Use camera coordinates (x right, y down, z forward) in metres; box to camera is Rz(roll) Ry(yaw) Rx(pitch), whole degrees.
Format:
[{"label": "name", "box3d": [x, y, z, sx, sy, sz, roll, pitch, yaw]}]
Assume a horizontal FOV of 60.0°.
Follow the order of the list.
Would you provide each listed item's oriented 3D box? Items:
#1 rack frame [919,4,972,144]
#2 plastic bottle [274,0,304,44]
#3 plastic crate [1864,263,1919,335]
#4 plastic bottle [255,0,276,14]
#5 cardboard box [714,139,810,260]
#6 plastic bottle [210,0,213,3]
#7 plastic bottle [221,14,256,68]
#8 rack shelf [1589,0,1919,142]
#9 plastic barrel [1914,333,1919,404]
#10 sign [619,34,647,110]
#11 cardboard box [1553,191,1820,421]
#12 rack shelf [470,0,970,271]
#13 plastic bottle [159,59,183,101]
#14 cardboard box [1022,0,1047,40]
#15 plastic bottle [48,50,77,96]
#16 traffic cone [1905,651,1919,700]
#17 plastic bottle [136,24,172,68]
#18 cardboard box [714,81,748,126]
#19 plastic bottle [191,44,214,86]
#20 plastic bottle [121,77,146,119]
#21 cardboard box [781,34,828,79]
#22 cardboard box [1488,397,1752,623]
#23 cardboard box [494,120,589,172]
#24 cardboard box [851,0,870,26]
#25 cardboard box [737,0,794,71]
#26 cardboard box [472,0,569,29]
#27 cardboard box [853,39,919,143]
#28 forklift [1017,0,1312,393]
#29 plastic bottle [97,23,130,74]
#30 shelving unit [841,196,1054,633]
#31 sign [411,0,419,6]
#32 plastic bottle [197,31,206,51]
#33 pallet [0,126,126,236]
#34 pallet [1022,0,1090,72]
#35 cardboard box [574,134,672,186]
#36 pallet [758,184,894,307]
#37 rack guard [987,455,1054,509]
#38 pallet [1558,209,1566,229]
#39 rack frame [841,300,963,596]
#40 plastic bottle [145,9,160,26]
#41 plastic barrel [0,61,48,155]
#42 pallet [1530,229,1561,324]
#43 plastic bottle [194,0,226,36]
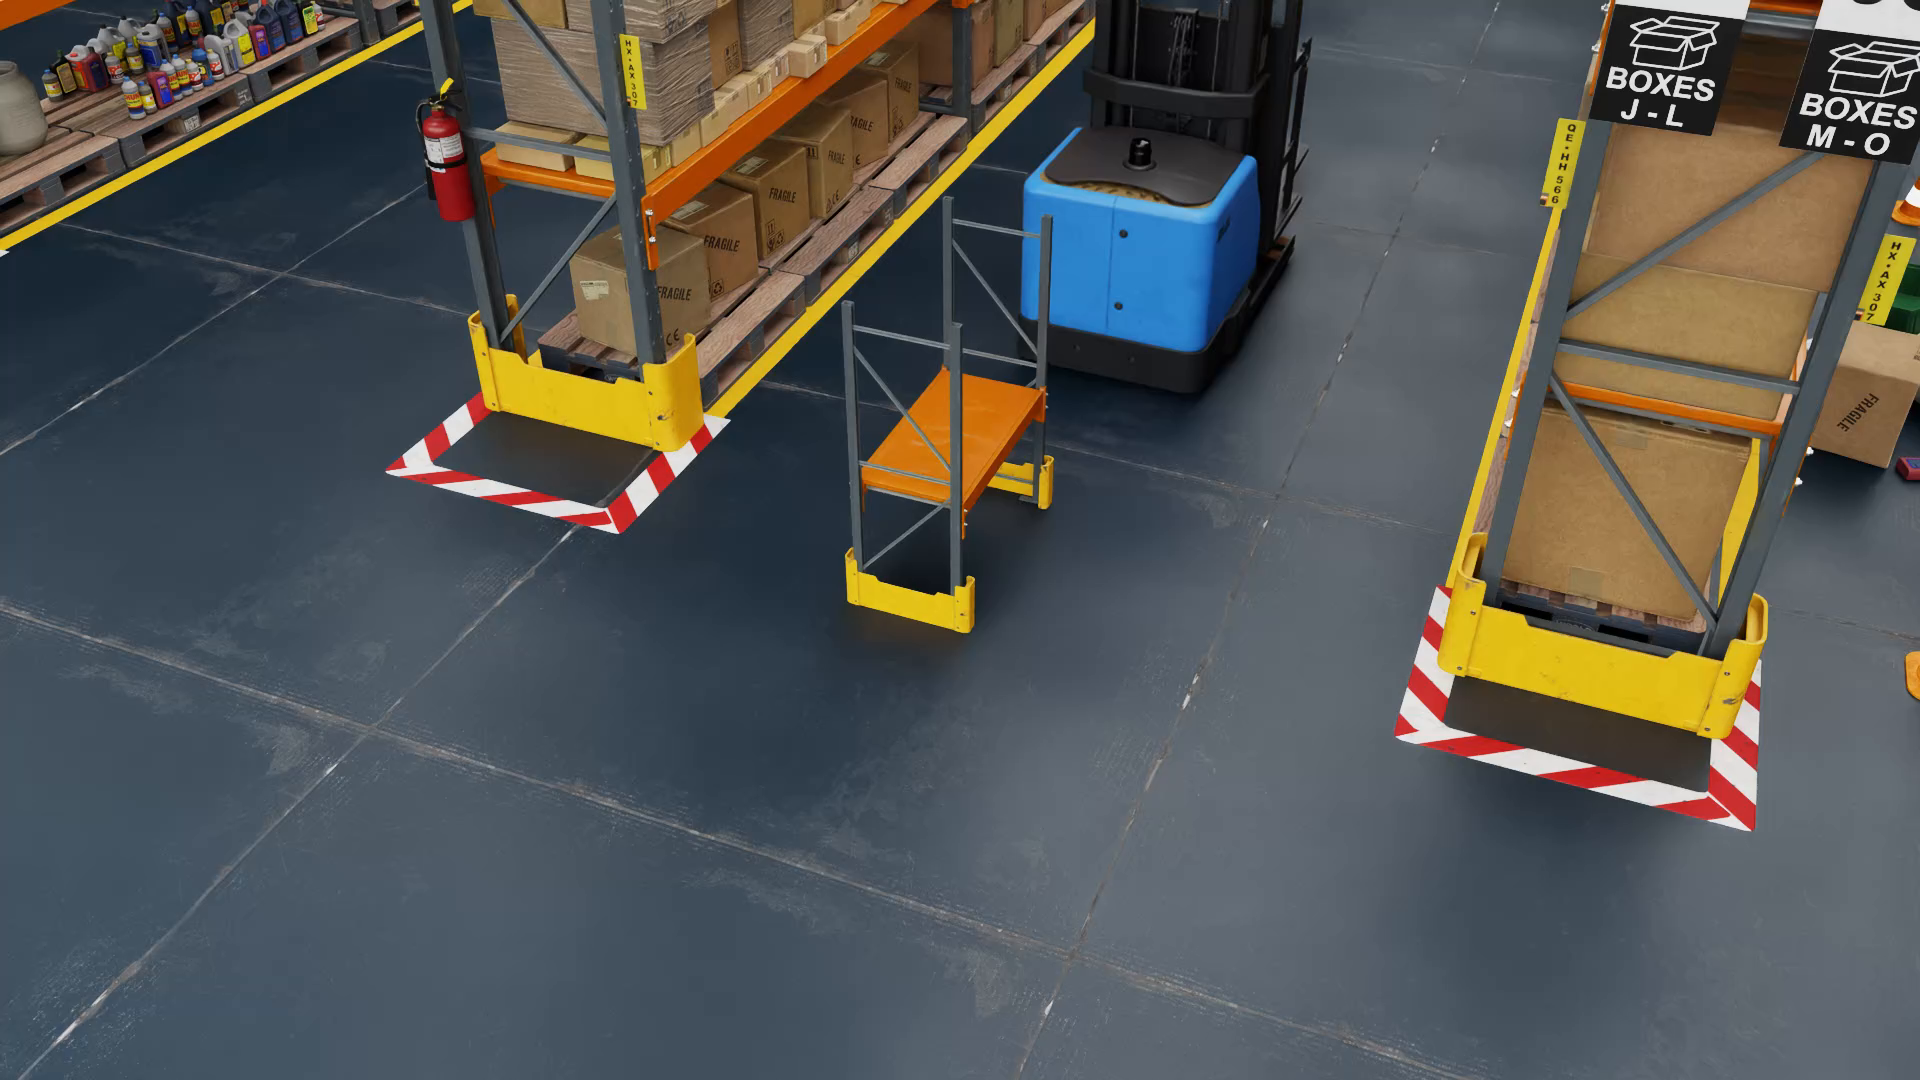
[{"label": "rack frame", "box3d": [-0.408, -4.031, 10.638, 1.000, 3.000, 0.127, 14, 39, 18]}, {"label": "plastic bottle", "box3d": [-4.967, -3.852, 12.244, 0.144, 0.351, 0.185, 13, 39, 17]}, {"label": "plastic crate", "box3d": [5.286, -1.347, 9.348, 0.662, 0.188, 0.450, -25, 33, -29]}, {"label": "plastic bottle", "box3d": [-5.100, -3.885, 12.288, 0.144, 0.351, 0.185, 14, 39, 18]}, {"label": "cardboard box", "box3d": [-1.225, -2.006, 9.666, 0.500, 0.500, 0.500, 18, 40, 22]}, {"label": "plastic bottle", "box3d": [-5.613, -3.983, 12.481, 0.152, 0.276, 0.135, 15, 39, 19]}, {"label": "plastic bottle", "box3d": [-5.163, -3.567, 11.862, 0.144, 0.351, 0.185, 14, 39, 17]}, {"label": "rack shelf", "box3d": [3.379, -2.651, 6.887, 1.077, 0.370, 4.000, 14, 39, 18]}, {"label": "plastic barrel", "box3d": [5.127, -0.836, 8.515, 0.421, 0.421, 0.512, -17, 40, -22]}, {"label": "sign", "box3d": [-1.428, -2.040, 7.250, 0.100, 0.325, 0.005, 14, 39, 18]}, {"label": "cardboard box", "box3d": [2.718, -0.906, 6.332, 0.875, 0.550, 0.550, 14, 39, 18]}, {"label": "rack shelf", "box3d": [-1.169, -2.636, 9.372, 1.077, 0.370, 4.000, 14, 39, 18]}, {"label": "plastic bottle", "box3d": [-5.402, -3.151, 11.371, 0.097, 0.271, 0.097, 0, 37, 0]}, {"label": "cardboard box", "box3d": [0.257, -4.111, 12.465, 0.700, 0.500, 0.500, 11, 38, 14]}, {"label": "plastic bottle", "box3d": [-6.189, -3.218, 11.452, 0.061, 0.283, 0.133, 15, 39, 19]}, {"label": "traffic cone", "box3d": [4.134, 0.415, 6.808, 0.336, 0.463, 0.334, 14, 39, 18]}, {"label": "plastic bottle", "box3d": [-5.766, -3.533, 11.878, 0.152, 0.276, 0.135, 14, 39, 18]}, {"label": "cardboard box", "box3d": [-1.303, -2.231, 8.440, 0.380, 0.149, 0.250, 14, 39, 18]}, {"label": "plastic bottle", "box3d": [-5.287, -3.318, 11.595, 0.097, 0.271, 0.097, 0, 37, 0]}, {"label": "plastic bottle", "box3d": [-5.532, -2.961, 11.117, 0.097, 0.271, 0.097, 0, 37, 0]}, {"label": "cardboard box", "box3d": [-0.941, -2.628, 8.970, 0.380, 0.149, 0.250, 14, 39, 18]}, {"label": "cardboard box", "box3d": [2.815, -0.338, 7.121, 0.875, 0.875, 0.875, 14, 39, 18]}, {"label": "cardboard box", "box3d": [-2.012, -1.921, 8.024, 0.380, 0.149, 0.250, 14, 39, 18]}, {"label": "cardboard box", "box3d": [-0.739, -3.064, 9.553, 0.380, 0.149, 0.250, 14, 39, 18]}, {"label": "cardboard box", "box3d": [-1.386, -2.845, 8.719, 0.875, 0.500, 0.500, 14, 39, 18]}, {"label": "cardboard box", "box3d": [-1.949, -2.737, 7.739, 0.500, 0.500, 0.500, 14, 39, 18]}, {"label": "cardboard box", "box3d": [-0.597, -2.986, 10.976, 0.500, 0.500, 0.500, 13, 39, 16]}, {"label": "forklift", "box3d": [1.357, -2.815, 9.068, 1.130, 2.935, 3.031, 15, 39, 19]}, {"label": "plastic bottle", "box3d": [-5.984, -3.479, 11.745, 0.144, 0.351, 0.185, 15, 39, 20]}, {"label": "shelving unit", "box3d": [-0.029, -0.559, 7.245, 0.587, 1.500, 1.083, 14, 39, 18]}, {"label": "sign", "box3d": [-2.436, -2.544, 7.417, 0.100, 0.325, 0.005, 14, 39, 18]}, {"label": "plastic bottle", "box3d": [-5.327, -3.475, 11.795, 0.061, 0.283, 0.133, 14, 39, 18]}, {"label": "pallet", "box3d": [-6.211, -2.329, 10.690, 1.003, 0.211, 1.213, 14, 39, 18]}, {"label": "pallet", "box3d": [0.350, -4.023, 12.956, 1.003, 0.211, 1.213, 14, 39, 18]}, {"label": "cardboard box", "box3d": [-1.601, -1.819, 7.888, 0.380, 0.149, 0.250, 14, 39, 18]}, {"label": "pallet", "box3d": [-1.094, -1.856, 10.057, 1.003, 0.211, 1.213, 14, 39, 18]}, {"label": "rack guard", "box3d": [0.160, -0.334, 7.988, 0.587, 0.250, 0.087, 14, 39, 18]}, {"label": "pallet", "box3d": [4.364, -2.173, 10.480, 1.003, 0.211, 1.213, 14, 39, 18]}, {"label": "rack frame", "box3d": [-0.226, -0.272, 6.861, 0.500, 1.500, 0.032, 14, 39, 18]}, {"label": "plastic bottle", "box3d": [-5.852, -3.709, 12.108, 0.061, 0.283, 0.133, 16, 40, 20]}, {"label": "plastic barrel", "box3d": [-6.140, -2.776, 10.685, 0.421, 0.512, 0.421, 0, 37, 0]}, {"label": "pallet", "box3d": [3.779, -1.325, 9.347, 1.003, 0.211, 1.213, 14, 39, 18]}, {"label": "plastic bottle", "box3d": [-5.546, -3.889, 12.293, 0.144, 0.351, 0.185, 14, 39, 18]}]
